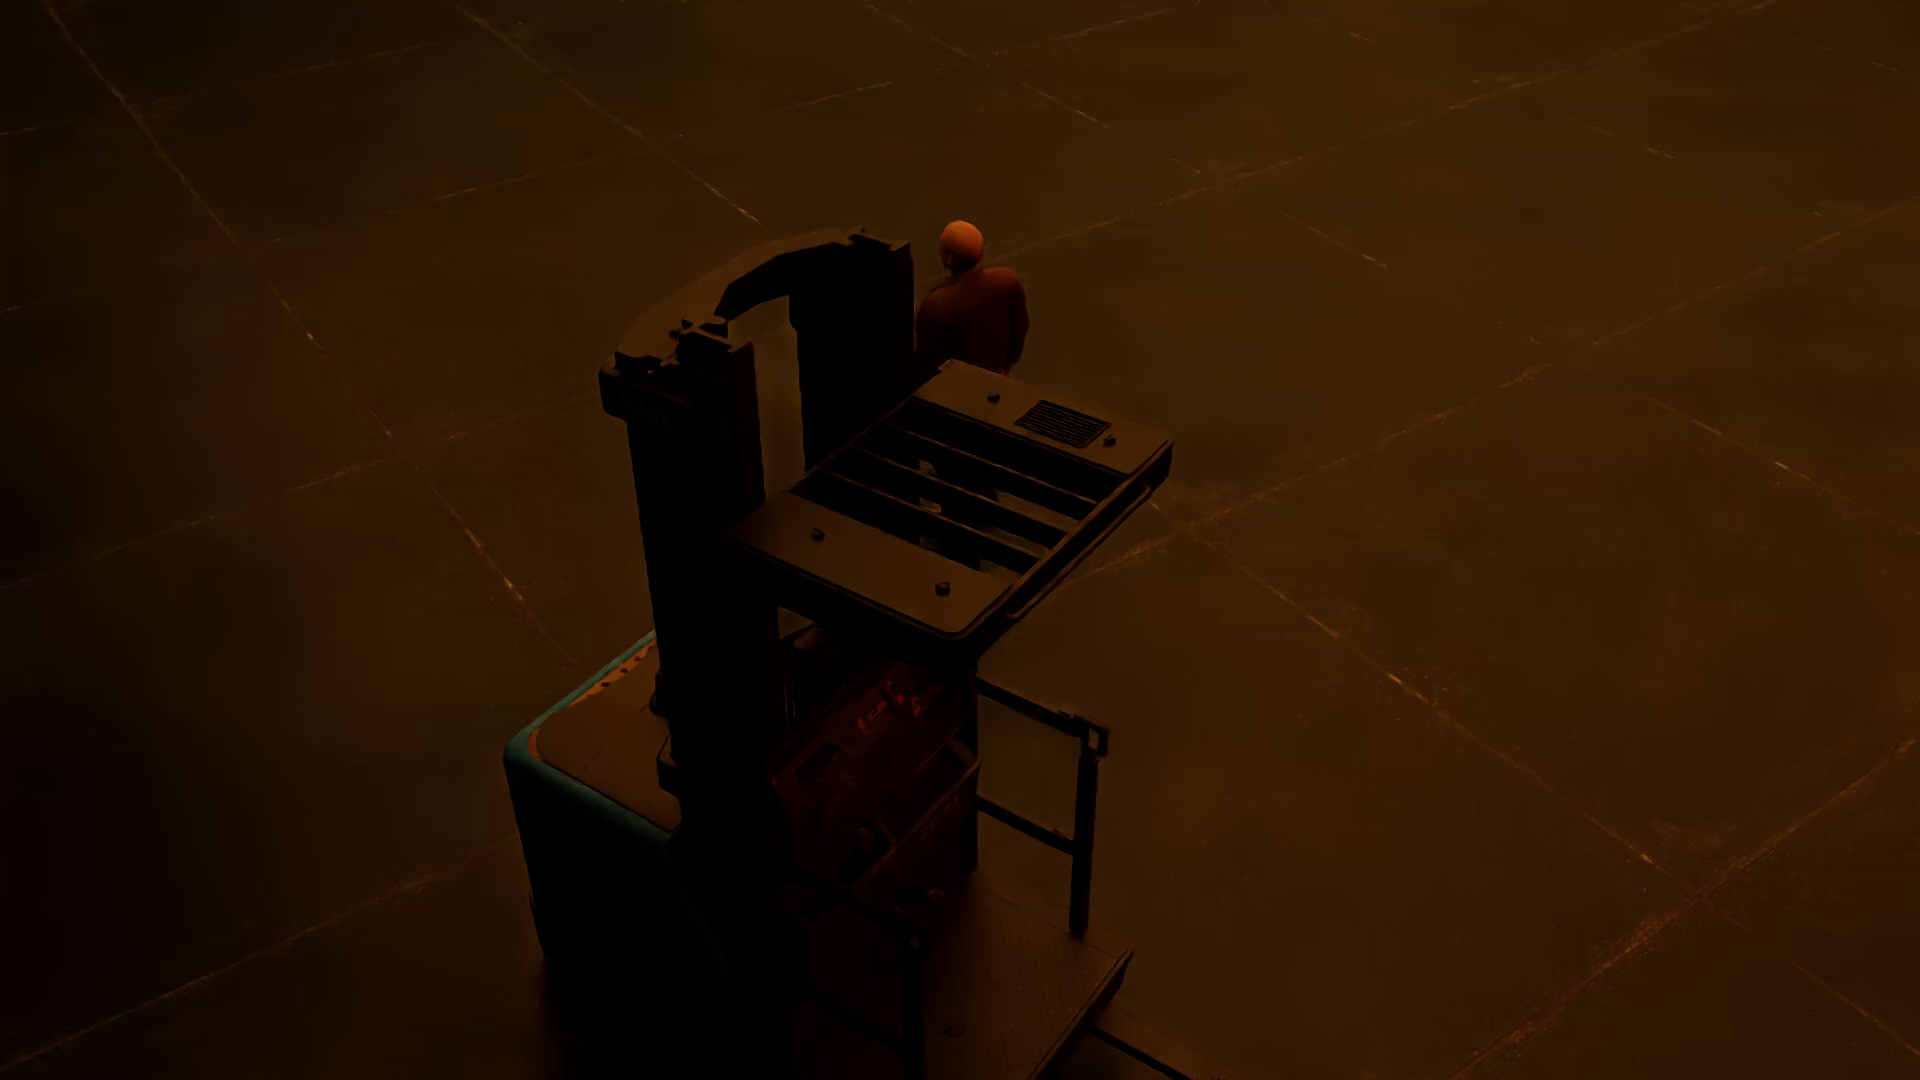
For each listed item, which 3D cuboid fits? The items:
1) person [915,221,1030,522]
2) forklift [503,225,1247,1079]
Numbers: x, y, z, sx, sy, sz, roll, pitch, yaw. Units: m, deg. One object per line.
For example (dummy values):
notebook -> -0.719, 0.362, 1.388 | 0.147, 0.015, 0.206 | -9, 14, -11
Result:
person -> -0.049, -0.766, 7.939 | 0.694, 1.776, 0.580 | -23, 42, -28
forklift -> -0.078, 0.648, 5.069 | 3.031, 2.935, 1.130 | 22, 42, 27
